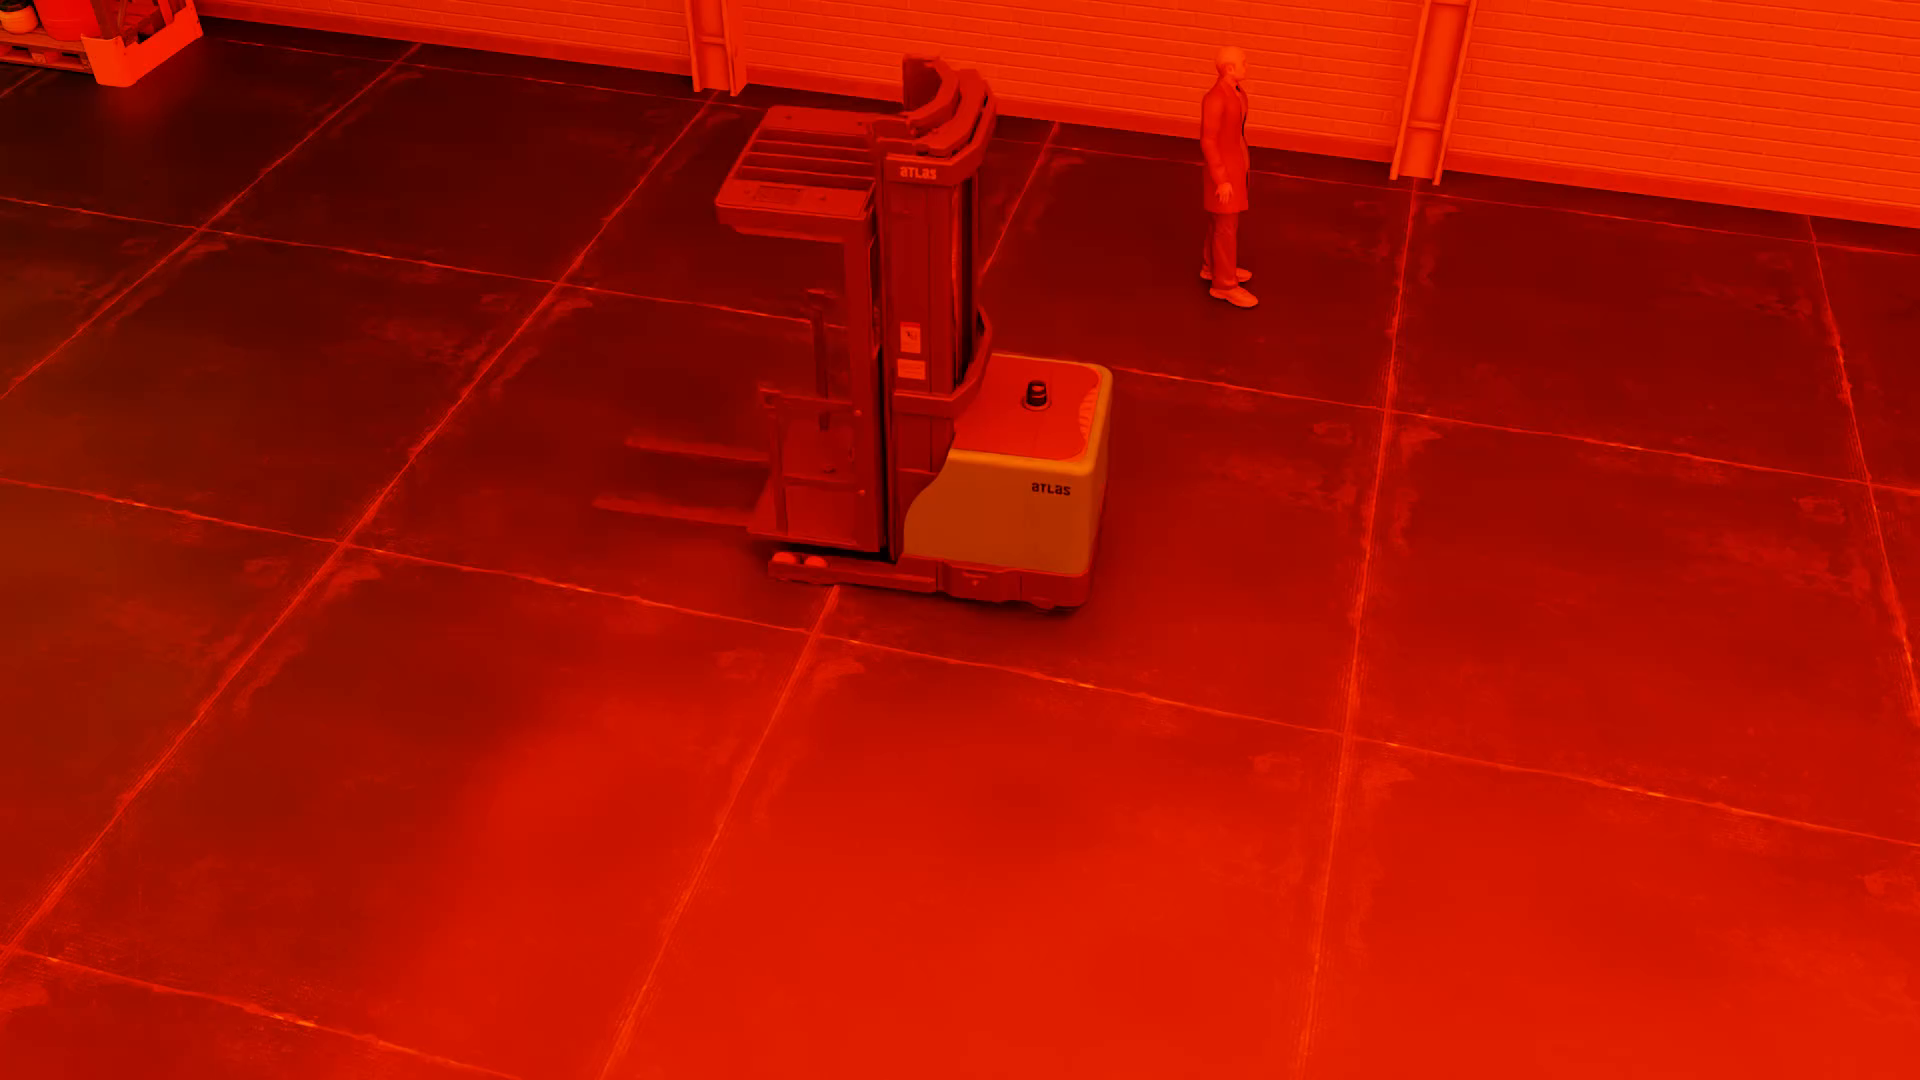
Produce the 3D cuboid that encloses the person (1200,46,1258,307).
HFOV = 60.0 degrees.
[{"bbox_3d":[1.959,-2.580,11.669,0.584,1.776,0.695,13,43,15],"label":"person"}]

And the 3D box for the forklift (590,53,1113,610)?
[{"bbox_3d":[-0.672,-1.175,9.202,3.031,2.935,1.130,7,42,8],"label":"forklift"}]
